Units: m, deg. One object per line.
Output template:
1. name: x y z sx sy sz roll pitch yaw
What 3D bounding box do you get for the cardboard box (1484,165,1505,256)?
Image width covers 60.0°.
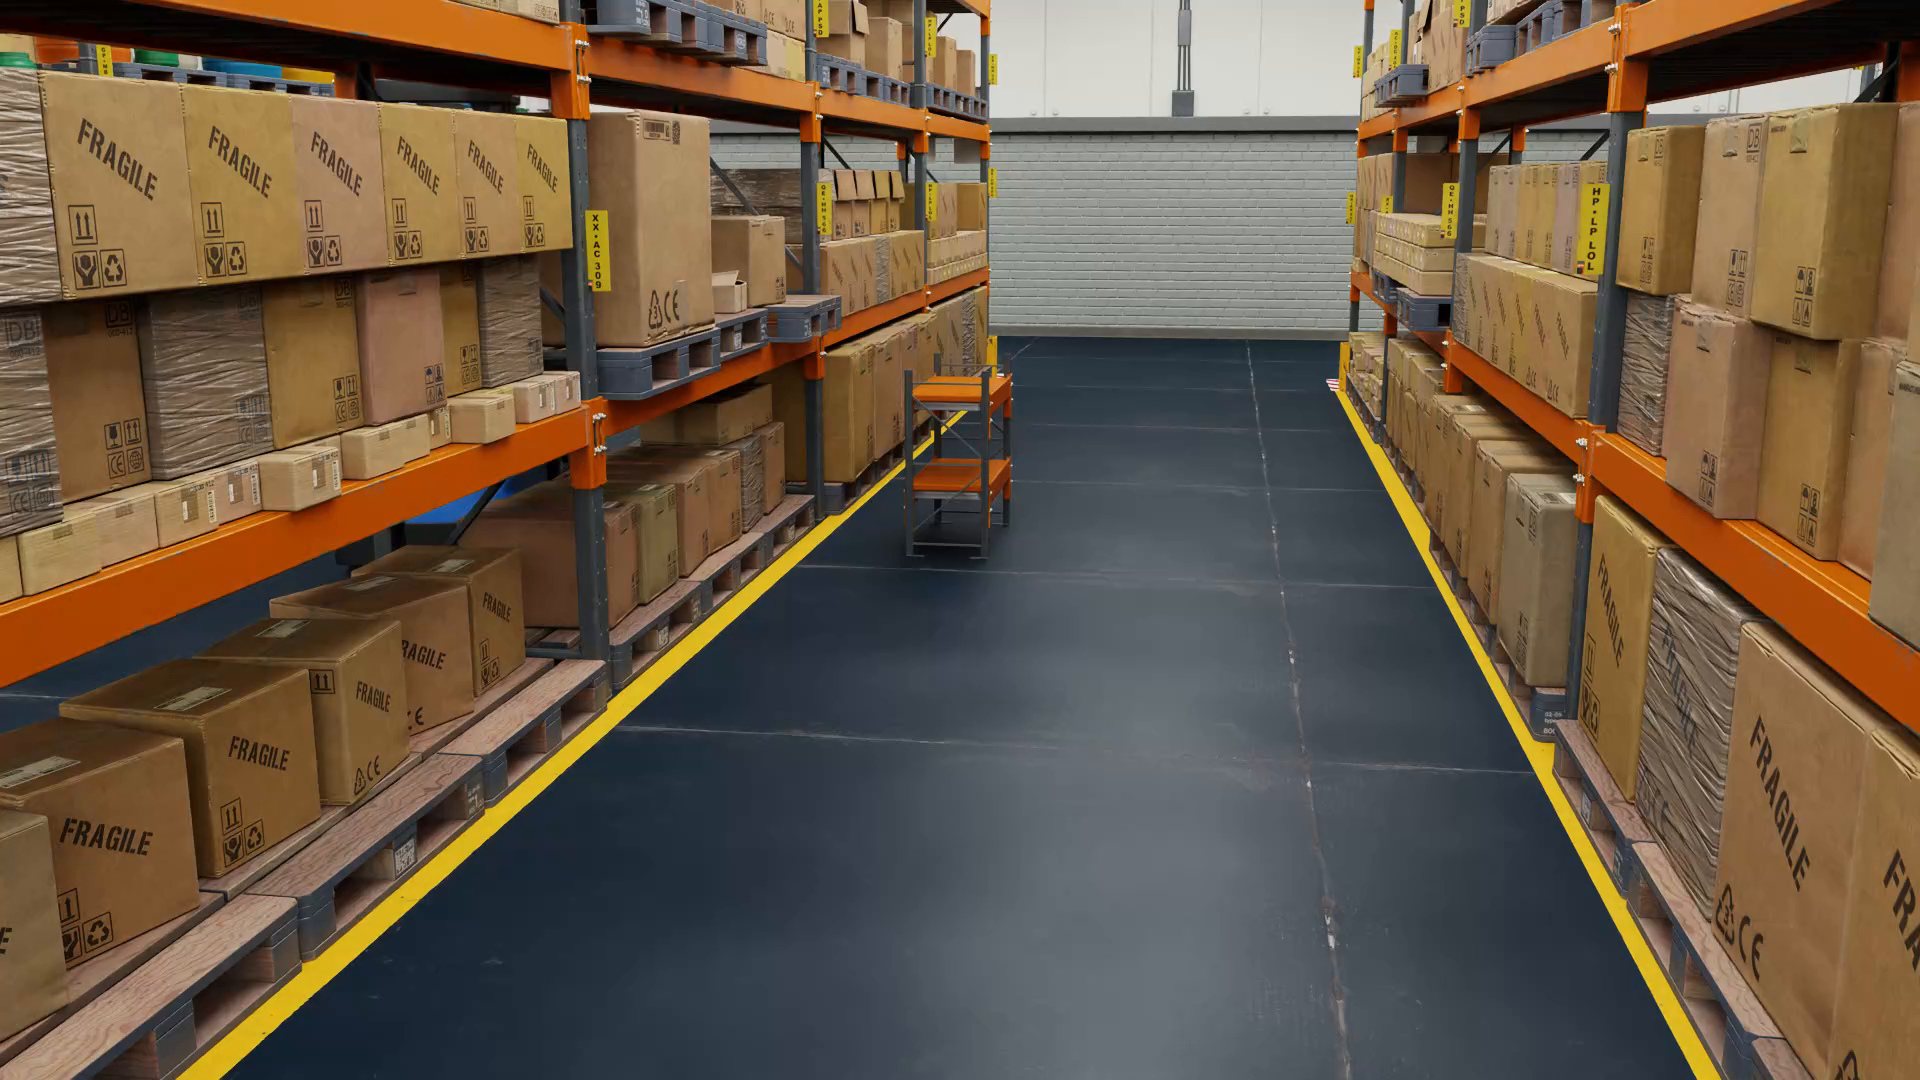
1. cardboard box: 3.397 -1.873 9.452 0.700 0.500 0.500 2 12 8

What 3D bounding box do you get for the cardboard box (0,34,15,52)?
1. cardboard box: -10.257 -5.074 17.189 0.700 0.500 0.500 2 12 9

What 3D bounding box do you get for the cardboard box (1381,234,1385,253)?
1. cardboard box: 3.499 -2.314 13.003 0.380 0.149 0.250 2 12 10

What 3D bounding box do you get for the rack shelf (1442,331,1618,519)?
1. rack shelf: 3.169 -0.660 8.144 1.077 0.370 4.000 2 12 9

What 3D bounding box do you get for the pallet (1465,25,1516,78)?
1. pallet: 3.430 -2.666 9.074 1.213 0.211 1.003 2 12 11

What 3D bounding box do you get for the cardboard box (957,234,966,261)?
1. cardboard box: -0.224 -2.918 16.562 0.500 0.250 0.500 2 12 9

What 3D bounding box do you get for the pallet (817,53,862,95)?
1. pallet: -1.363 -3.120 11.177 1.213 0.211 1.003 2 12 11

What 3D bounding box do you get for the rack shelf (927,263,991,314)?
1. rack shelf: -0.486 -2.507 16.714 1.077 0.370 4.000 2 12 9

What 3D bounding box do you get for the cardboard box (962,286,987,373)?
1. cardboard box: -0.198 -2.306 18.120 0.875 0.875 0.875 2 12 9

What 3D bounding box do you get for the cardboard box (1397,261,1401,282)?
1. cardboard box: 3.300 -1.895 11.766 0.380 0.149 0.250 2 12 10

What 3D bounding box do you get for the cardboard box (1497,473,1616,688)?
1. cardboard box: 2.868 0.167 6.942 1.050 0.750 0.750 2 12 8

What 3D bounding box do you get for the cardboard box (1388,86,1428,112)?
1. cardboard box: 3.900 -3.765 14.078 0.500 0.250 0.500 2 12 10

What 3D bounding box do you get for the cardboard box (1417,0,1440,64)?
1. cardboard box: 3.724 -3.666 12.020 0.797 0.503 0.637 2 12 8

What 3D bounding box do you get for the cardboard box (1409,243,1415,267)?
1. cardboard box: 3.180 -1.884 11.009 0.380 0.149 0.250 2 12 10

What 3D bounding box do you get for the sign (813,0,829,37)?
1. sign: -0.873 -3.311 10.389 0.100 0.325 0.005 2 12 9

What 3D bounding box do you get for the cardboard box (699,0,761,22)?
1. cardboard box: -1.395 -3.052 8.993 0.500 0.500 0.500 2 12 10

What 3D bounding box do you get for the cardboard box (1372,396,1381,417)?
1. cardboard box: 3.815 -1.165 14.550 0.380 0.149 0.250 2 12 9

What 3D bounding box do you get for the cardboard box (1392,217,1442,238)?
1. cardboard box: 3.379 -2.298 12.223 0.380 0.149 0.250 2 12 11

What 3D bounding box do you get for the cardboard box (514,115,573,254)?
1. cardboard box: -1.822 -1.358 6.356 0.500 0.500 0.500 2 12 9

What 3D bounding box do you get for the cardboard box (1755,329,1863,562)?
1. cardboard box: 2.572 -0.254 4.197 0.875 0.550 0.500 2 12 9

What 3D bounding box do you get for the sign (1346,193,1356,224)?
1. sign: 4.170 -3.534 17.717 0.100 0.325 0.005 2 12 9

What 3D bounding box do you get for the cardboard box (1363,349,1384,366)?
1. cardboard box: 4.017 -1.720 15.711 0.380 0.149 0.250 1 12 7

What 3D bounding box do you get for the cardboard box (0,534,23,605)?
1. cardboard box: -2.303 0.075 3.620 0.380 0.149 0.250 2 12 9

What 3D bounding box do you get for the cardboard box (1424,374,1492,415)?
1. cardboard box: 3.322 -0.929 10.840 0.500 0.250 0.500 2 12 7

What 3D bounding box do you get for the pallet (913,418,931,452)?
1. pallet: -0.838 -0.916 14.244 1.003 0.211 1.213 2 12 9

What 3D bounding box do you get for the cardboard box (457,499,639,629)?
1. cardboard box: -1.909 0.103 7.786 0.700 0.500 0.500 1 12 4

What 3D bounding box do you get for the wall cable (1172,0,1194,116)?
1. wall cable: 4.097 -8.846 22.543 2.277 5.999 0.120 2 12 9

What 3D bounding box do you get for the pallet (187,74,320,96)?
1. pallet: -5.883 -3.574 13.288 1.003 0.211 1.213 2 12 9

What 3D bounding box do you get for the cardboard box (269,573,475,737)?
1. cardboard box: -2.206 0.441 6.264 0.500 0.500 0.500 6 14 27

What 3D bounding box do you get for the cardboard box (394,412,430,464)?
1. cardboard box: -2.008 -0.341 5.554 0.380 0.149 0.250 2 12 9

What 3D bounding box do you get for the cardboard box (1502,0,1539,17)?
1. cardboard box: 3.071 -2.827 8.495 0.500 0.250 0.500 2 12 10

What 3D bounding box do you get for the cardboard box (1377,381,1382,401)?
1. cardboard box: 3.826 -1.294 14.440 0.380 0.149 0.250 2 12 10

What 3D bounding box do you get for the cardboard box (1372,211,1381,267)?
1. cardboard box: 3.968 -2.673 14.833 0.500 0.500 0.500 2 12 7

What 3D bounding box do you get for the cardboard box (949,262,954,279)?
1. cardboard box: -0.262 -2.588 15.979 0.380 0.149 0.250 2 12 8

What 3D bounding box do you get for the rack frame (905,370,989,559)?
1. rack frame: -0.077 -0.445 9.890 0.500 1.125 0.032 2 12 9

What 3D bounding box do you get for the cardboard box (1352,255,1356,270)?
1. cardboard box: 4.333 -2.914 17.490 0.380 0.149 0.250 2 12 8

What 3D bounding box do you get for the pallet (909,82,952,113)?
1. pallet: -0.658 -4.035 15.189 1.003 0.211 1.213 2 12 9

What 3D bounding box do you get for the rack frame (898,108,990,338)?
1. rack frame: -0.179 -3.275 18.571 1.000 3.000 0.127 2 12 9

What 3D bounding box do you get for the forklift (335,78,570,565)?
1. forklift: -3.132 -1.541 10.686 1.130 2.935 3.031 -1 12 -3

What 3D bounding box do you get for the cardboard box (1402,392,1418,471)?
1. cardboard box: 3.468 -0.775 11.908 0.500 0.500 0.500 1 12 6

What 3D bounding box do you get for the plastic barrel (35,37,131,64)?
1. plastic barrel: -6.213 -3.770 11.730 0.600 0.830 0.708 2 12 9

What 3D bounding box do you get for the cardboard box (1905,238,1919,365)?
1. cardboard box: 2.335 -0.557 3.041 0.875 0.550 0.550 2 12 9

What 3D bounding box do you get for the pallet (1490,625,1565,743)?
1. pallet: 2.905 0.605 7.187 1.003 0.211 1.213 2 12 9

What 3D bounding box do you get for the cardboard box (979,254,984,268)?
1. cardboard box: 0.054 -3.013 17.952 0.380 0.149 0.250 2 12 9

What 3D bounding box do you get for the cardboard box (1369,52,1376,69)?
1. cardboard box: 4.223 -4.708 16.324 0.380 0.149 0.250 2 12 9

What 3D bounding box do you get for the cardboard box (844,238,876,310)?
1. cardboard box: -0.913 -1.965 12.255 0.500 0.500 0.500 2 12 8

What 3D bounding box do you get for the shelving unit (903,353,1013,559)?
1. shelving unit: 0.001 -0.551 10.381 0.538 1.125 1.048 2 12 9

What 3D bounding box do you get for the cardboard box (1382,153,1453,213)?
1. cardboard box: 3.897 -3.050 14.211 0.500 0.500 0.500 1 12 7

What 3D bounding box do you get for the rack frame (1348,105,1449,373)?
1. rack frame: 4.707 -3.093 17.727 1.000 3.000 0.127 2 12 9

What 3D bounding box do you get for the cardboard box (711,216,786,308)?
1. cardboard box: -1.440 -1.631 9.706 0.700 0.500 0.500 4 13 17

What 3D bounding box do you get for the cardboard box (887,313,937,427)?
1. cardboard box: -0.873 -1.475 14.265 1.225 0.875 0.875 2 12 9
